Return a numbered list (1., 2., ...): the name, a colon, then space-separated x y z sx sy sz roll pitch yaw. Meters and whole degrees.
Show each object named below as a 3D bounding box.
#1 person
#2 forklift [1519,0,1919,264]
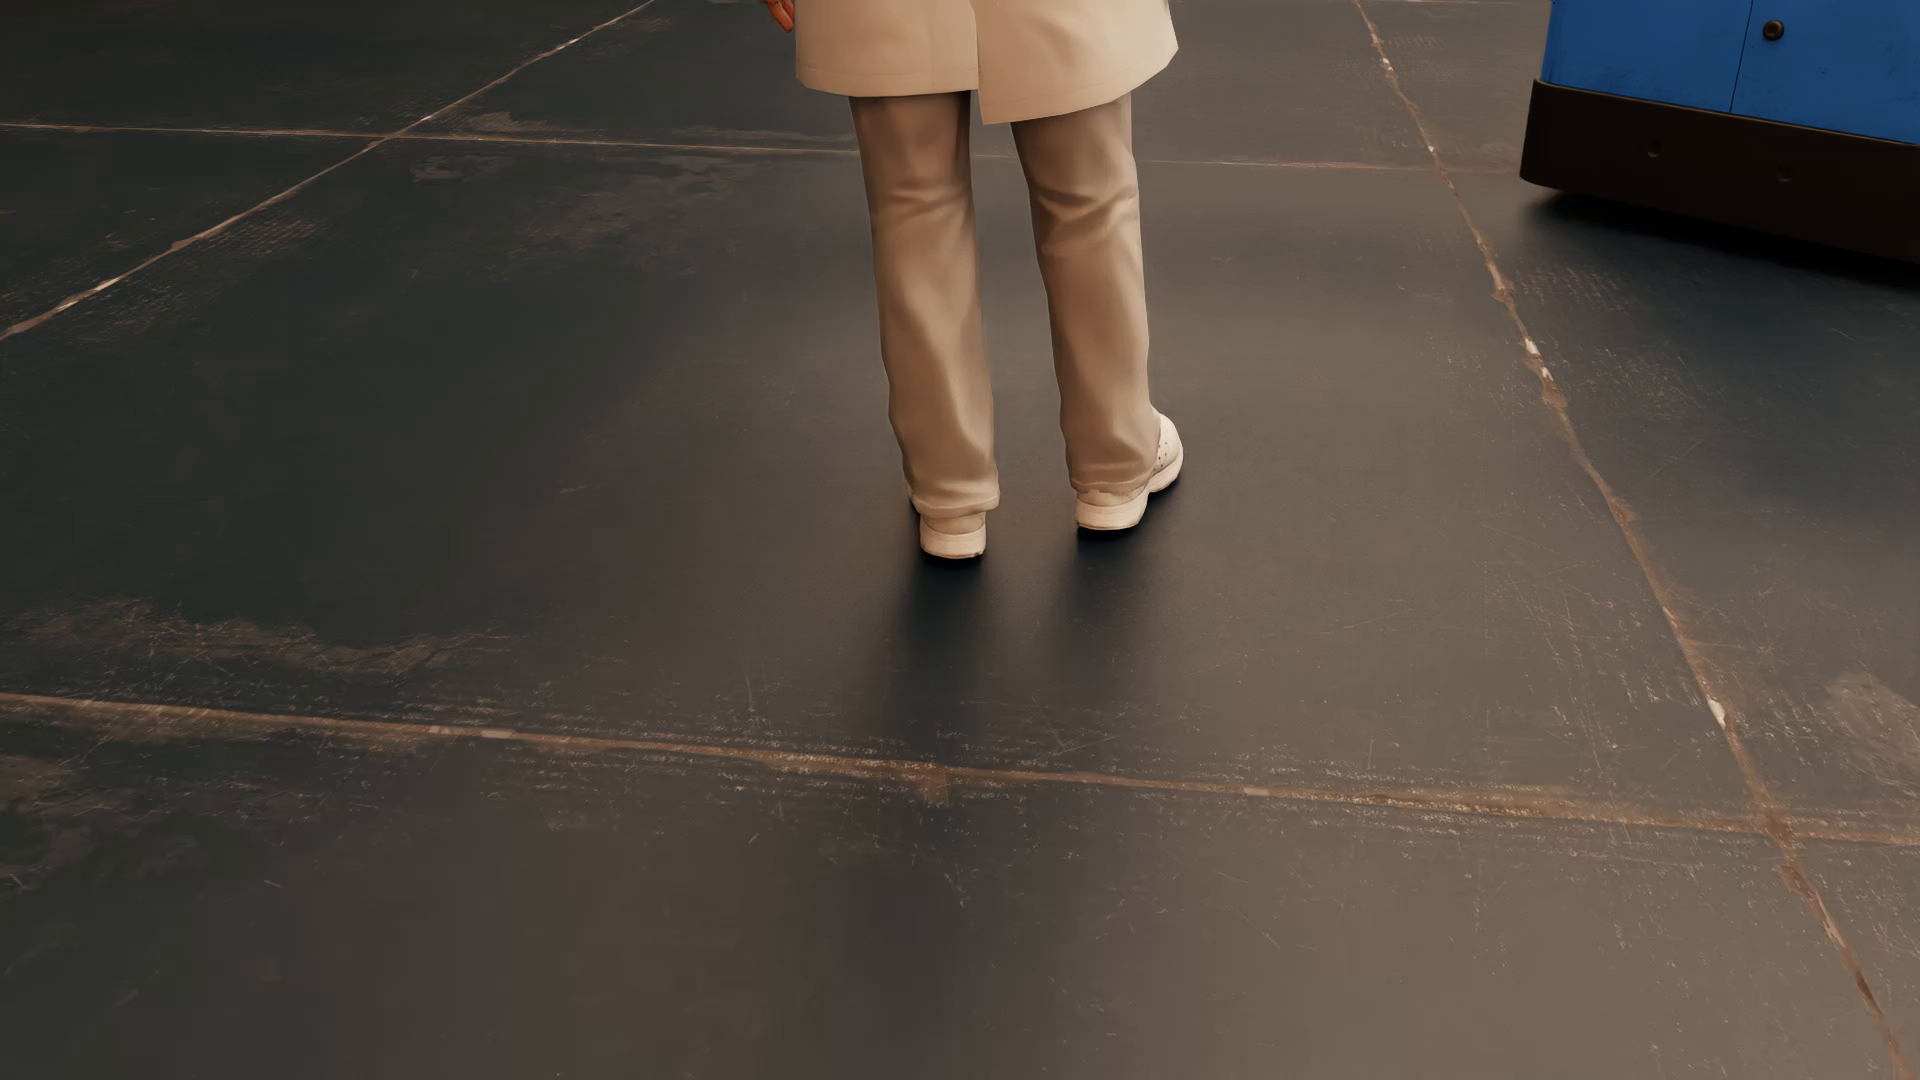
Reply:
1. person: 0.017 -0.841 2.180 0.694 1.776 0.581 3 27 7
2. forklift: 2.832 -2.429 4.086 3.031 2.935 1.130 -22 34 -37
